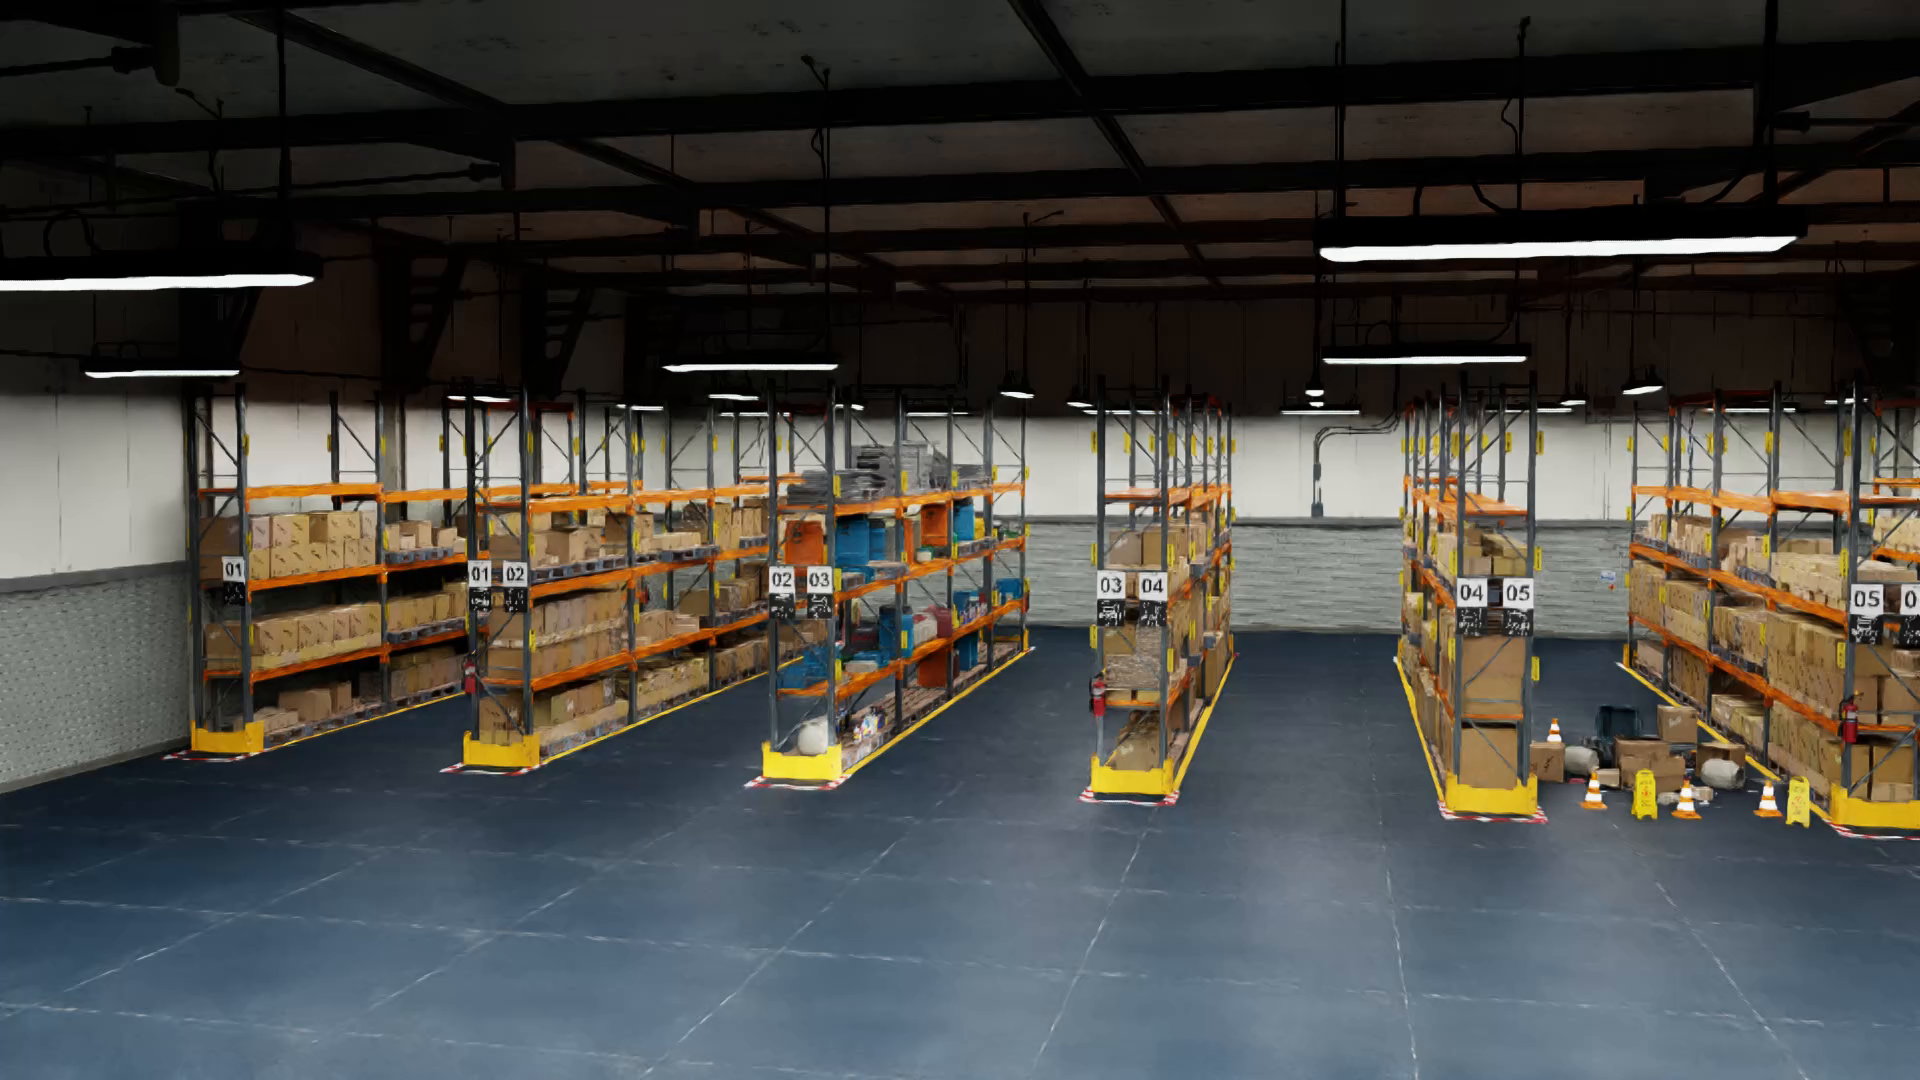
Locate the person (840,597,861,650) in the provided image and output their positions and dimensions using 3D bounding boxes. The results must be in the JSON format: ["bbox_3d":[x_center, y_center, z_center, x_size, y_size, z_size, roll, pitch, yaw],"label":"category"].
[{"bbox_3d":[-2.602,1.932,39.903,0.446,1.545,1.106,1,3,10],"label":"person"}]

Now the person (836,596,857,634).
[{"bbox_3d":[-2.976,1.661,43.387,0.616,1.735,1.028,-1,3,-10],"label":"person"}]
